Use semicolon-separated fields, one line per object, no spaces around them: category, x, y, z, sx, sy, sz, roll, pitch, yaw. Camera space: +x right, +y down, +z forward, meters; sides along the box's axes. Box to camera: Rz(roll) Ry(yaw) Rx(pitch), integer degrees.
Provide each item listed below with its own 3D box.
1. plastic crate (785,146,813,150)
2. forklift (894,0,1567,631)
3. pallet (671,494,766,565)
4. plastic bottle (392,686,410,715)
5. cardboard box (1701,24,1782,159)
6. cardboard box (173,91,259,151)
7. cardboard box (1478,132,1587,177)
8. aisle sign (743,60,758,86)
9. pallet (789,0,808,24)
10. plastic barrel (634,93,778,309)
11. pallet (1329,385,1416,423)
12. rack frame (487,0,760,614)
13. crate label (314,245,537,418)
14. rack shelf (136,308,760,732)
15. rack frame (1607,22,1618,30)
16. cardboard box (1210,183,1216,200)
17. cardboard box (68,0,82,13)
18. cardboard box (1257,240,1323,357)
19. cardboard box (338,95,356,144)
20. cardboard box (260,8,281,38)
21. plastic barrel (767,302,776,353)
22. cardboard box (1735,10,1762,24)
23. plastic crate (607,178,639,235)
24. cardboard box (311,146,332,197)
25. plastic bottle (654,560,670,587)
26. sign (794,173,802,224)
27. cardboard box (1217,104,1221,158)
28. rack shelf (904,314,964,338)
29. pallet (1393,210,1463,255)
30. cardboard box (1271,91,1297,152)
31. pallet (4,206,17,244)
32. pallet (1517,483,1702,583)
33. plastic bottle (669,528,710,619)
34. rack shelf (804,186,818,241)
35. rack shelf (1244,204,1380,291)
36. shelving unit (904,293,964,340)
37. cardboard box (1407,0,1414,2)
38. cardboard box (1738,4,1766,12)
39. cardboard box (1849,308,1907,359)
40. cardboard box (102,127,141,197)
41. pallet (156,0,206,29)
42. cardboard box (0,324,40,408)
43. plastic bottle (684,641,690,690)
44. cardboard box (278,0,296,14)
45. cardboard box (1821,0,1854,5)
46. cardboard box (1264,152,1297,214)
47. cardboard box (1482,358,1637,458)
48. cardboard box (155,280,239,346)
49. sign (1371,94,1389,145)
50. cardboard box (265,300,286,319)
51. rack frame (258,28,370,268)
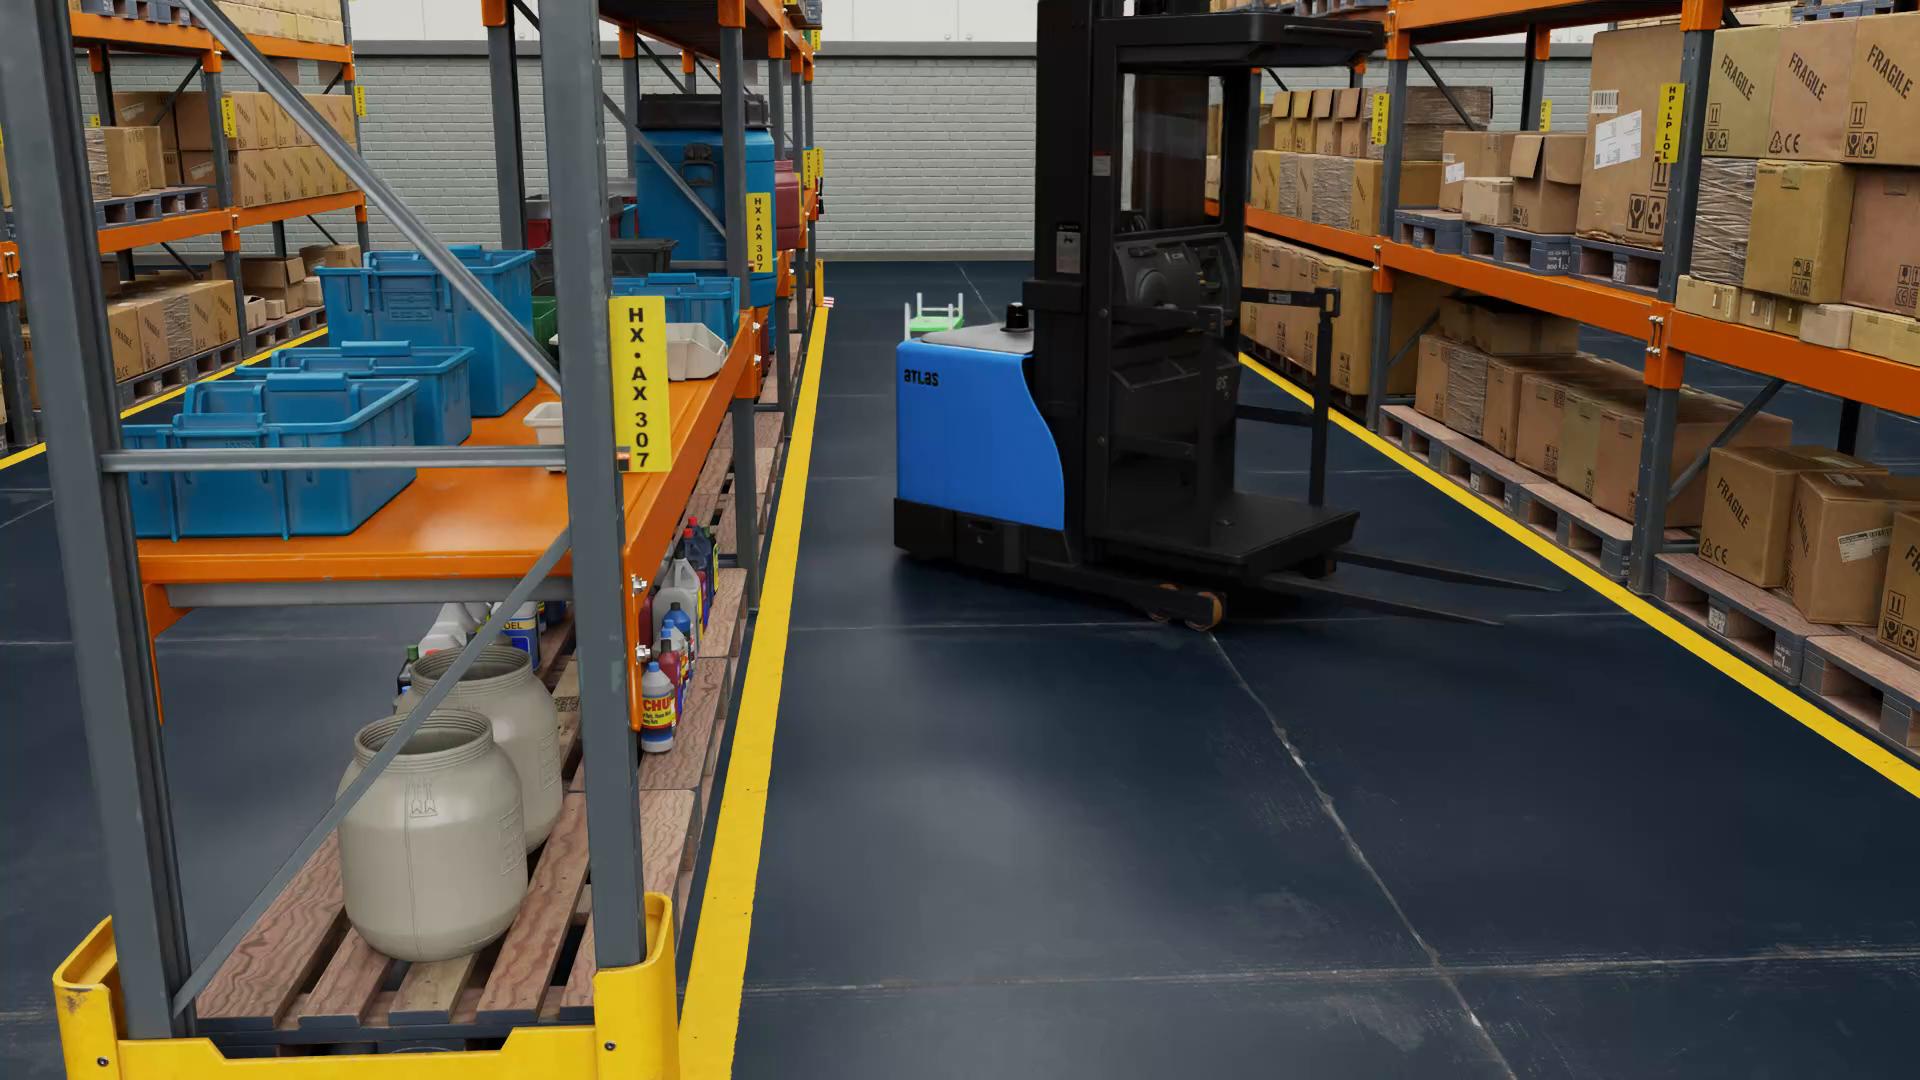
plastic crate;-1.921;-4.088;18.205;0.616;0.435;0.499;-1;14;-3
forklift;1.132;-1.184;7.244;3.031;2.935;1.130;12;19;38
pallet;-1.472;0.018;8.034;1.003;0.211;1.213;-1;14;-3
plastic bottle;-1.688;0.549;5.107;0.097;0.201;0.097;0;14;0
cardboard box;3.333;-1.776;6.603;0.500;0.500;0.500;-1;14;-3
cardboard box;-6.572;-3.706;14.705;0.500;0.500;0.500;-1;14;-2
cardboard box;3.519;-2.190;9.976;0.700;0.500;0.500;1;14;5
aisle sign;-2.429;-5.395;18.257;0.394;0.787;0.004;-1;14;-3
pallet;-1.661;-4.014;12.465;1.003;0.211;1.213;-1;14;-3
plastic barrel;-1.106;-1.482;7.259;0.600;0.901;0.708;-1;14;-3
pallet;3.338;-1.056;12.208;1.003;0.211;1.213;-1;14;-3
rack frame;-1.384;-1.138;6.930;1.000;3.000;0.127;-1;14;-3
crate label;-1.520;-0.614;4.822;0.502;0.435;0.616;-1;14;-3
rack shelf;-1.260;-0.292;5.087;1.077;0.370;4.000;-1;14;-3
rack frame;7.772;-7.156;18.279;1.000;3.000;0.127;-1;14;-3
cardboard box;2.654;-3.409;16.261;0.380;0.149;0.250;-1;14;-2
cardboard box;-6.701;-3.923;11.532;0.910;0.500;0.500;-1;14;-3
cardboard box;3.179;-1.998;13.692;1.225;0.875;0.875;-1;14;-5
cardboard box;-6.770;-4.473;17.685;0.500;0.500;0.500;-1;14;-4
cardboard box;-6.664;-4.806;15.466;0.500;0.250;0.500;-1;14;-3
plastic barrel;-1.819;-2.003;13.661;0.600;0.901;0.708;-1;14;-3
cardboard box;7.701;-4.878;15.747;0.500;0.250;0.500;-1;14;-4
plastic crate;-1.837;-1.757;9.208;0.402;0.464;0.583;-1;14;-3
cardboard box;-6.711;-3.735;16.823;0.500;0.500;0.500;-1;14;-3
plastic bottle;-1.191;0.180;6.391;0.152;0.276;0.135;-1;14;-3
sign;-1.083;-2.222;10.816;0.100;0.325;0.005;-1;14;-3
cardboard box;2.741;-3.874;15.761;0.500;0.500;0.500;-1;14;-3
rack shelf;-0.130;-1.062;8.576;0.258;0.148;0.480;1;15;6
pallet;3.462;-1.941;10.435;1.213;0.211;1.003;-1;14;-3
cardboard box;3.111;-3.580;14.206;0.797;0.503;0.637;-1;14;-5
pallet;-6.688;-2.132;11.178;1.213;0.211;1.003;-1;14;-3
pallet;3.510;-0.058;8.327;1.003;0.211;1.213;-1;14;-3
plastic bottle;-1.045;0.135;6.415;0.144;0.351;0.185;-2;15;-6
rack shelf;-2.004;-3.277;16.686;1.077;0.370;4.000;-1;14;-3
rack shelf;3.187;-2.358;13.117;1.077;0.370;4.000;-1;14;-3
shelving unit;-0.130;-0.659;8.680;0.258;1.200;0.503;1;15;6
cardboard box;3.087;-3.469;10.269;0.500;0.250;0.500;-1;14;-2
cardboard box;7.717;-5.118;15.677;0.500;0.250;0.500;-1;15;-6
cardboard box;3.374;-0.724;5.826;0.380;0.149;0.250;-1;14;-3
cardboard box;-6.653;-2.866;12.601;0.700;0.500;0.500;-5;15;-18
pallet;-6.854;-4.251;13.385;1.213;0.211;1.003;-1;14;-3
cardboard box;-6.319;-1.178;11.217;0.500;0.500;0.500;0;14;-1
plastic bottle;-0.971;0.408;5.653;0.097;0.201;0.097;0;14;0
cardboard box;-6.689;-5.172;15.887;0.500;0.250;0.500;-1;14;-3
cardboard box;7.934;-4.864;14.349;0.700;0.500;0.500;-1;14;-3
cardboard box;2.875;-3.009;14.002;0.500;0.500;0.500;-1;14;-3
cardboard box;3.462;-0.767;9.621;0.700;0.500;0.500;0;14;1
cardboard box;-6.507;-1.936;14.166;0.500;0.500;0.500;-1;14;-4
sign;2.758;-2.761;10.913;0.100;0.325;0.005;-1;14;-3
cardboard box;-6.698;-2.216;15.922;0.380;0.166;0.250;-1;14;-3
rack frame;-7.072;-4.047;18.236;1.000;3.000;0.127;-1;14;-3
